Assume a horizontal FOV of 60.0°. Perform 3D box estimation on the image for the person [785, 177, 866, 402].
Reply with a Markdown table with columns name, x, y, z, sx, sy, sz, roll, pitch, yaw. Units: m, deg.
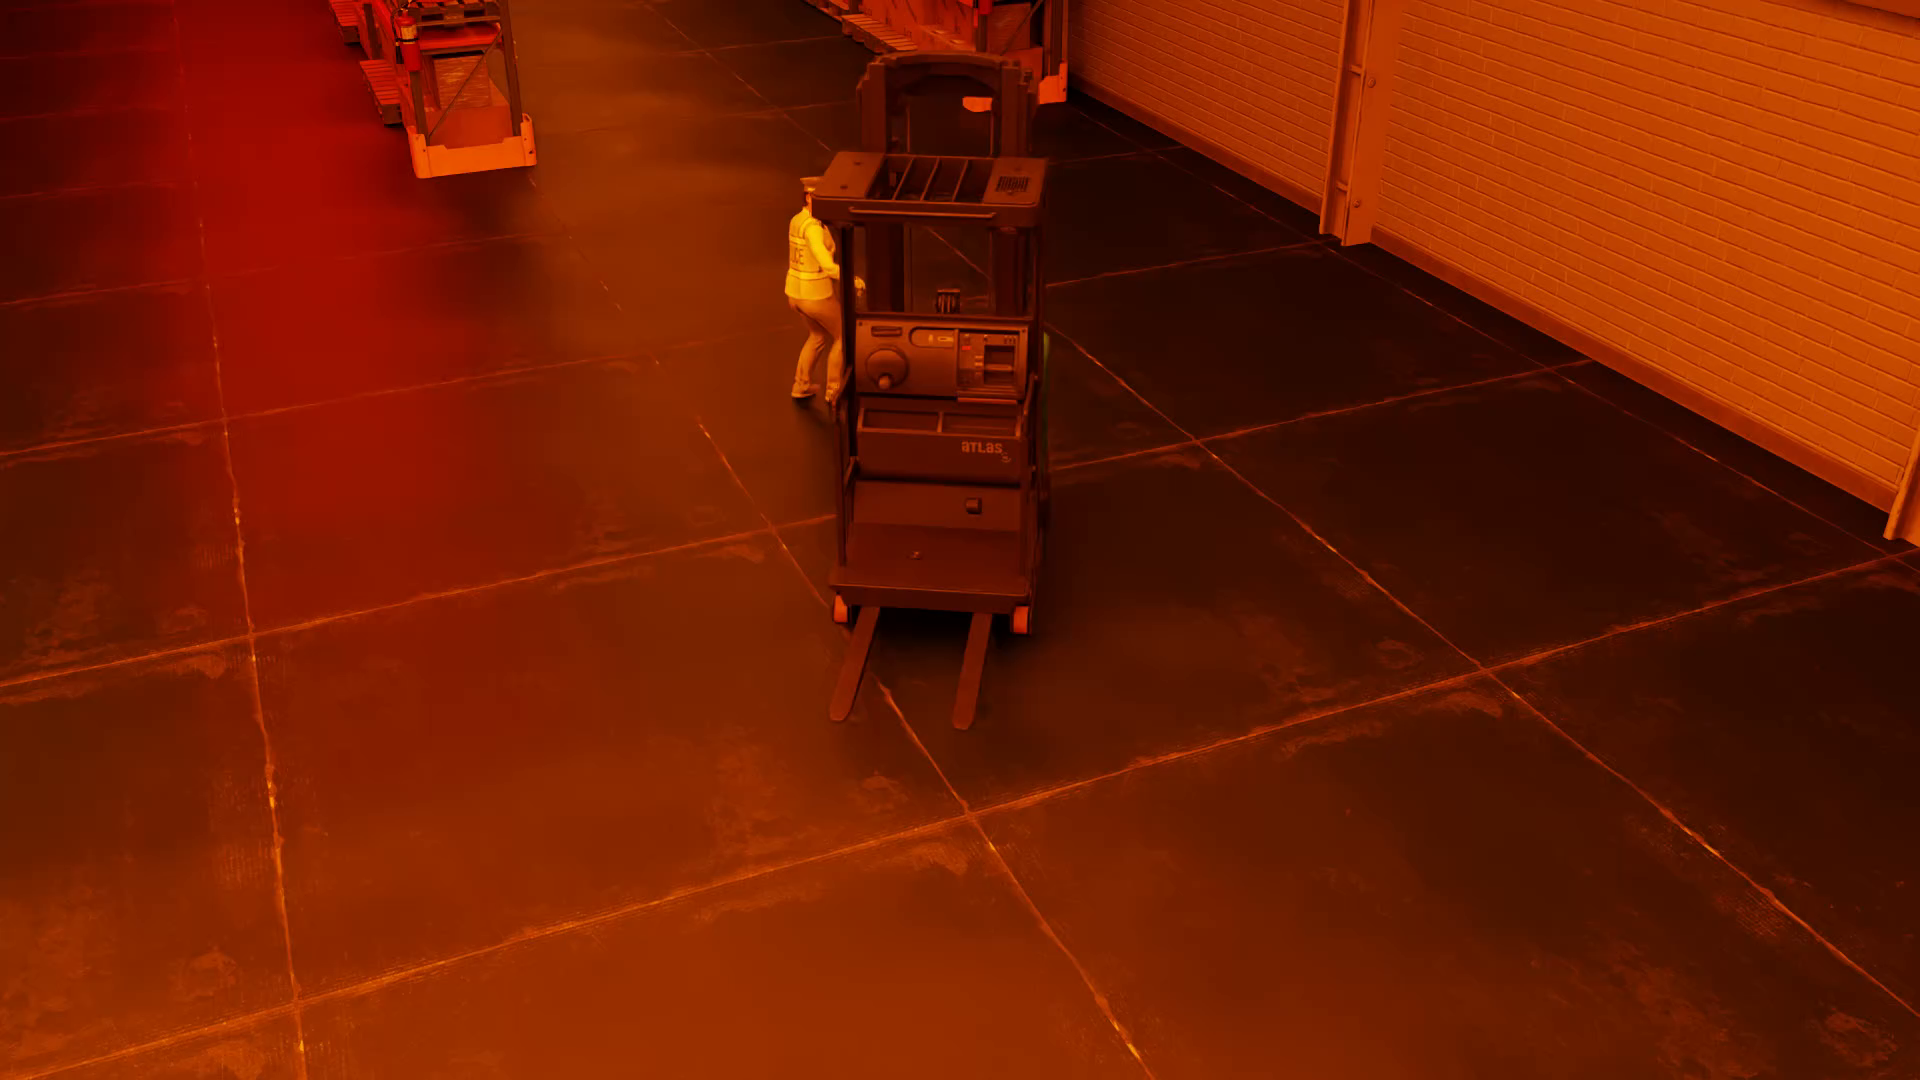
| name | x | y | z | sx | sy | sz | roll | pitch | yaw |
| --- | --- | --- | --- | --- | --- | --- | --- | --- | --- |
| person | -0.944 | -1.711 | 11.475 | 0.561 | 1.632 | 0.732 | -18 | 35 | -29 |

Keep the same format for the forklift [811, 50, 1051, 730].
| name | x | y | z | sx | sy | sz | roll | pitch | yaw |
| --- | --- | --- | --- | --- | --- | --- | --- | --- | --- |
| forklift | -0.122 | -0.930 | 8.747 | 1.130 | 2.935 | 3.031 | 3 | 30 | 6 |
